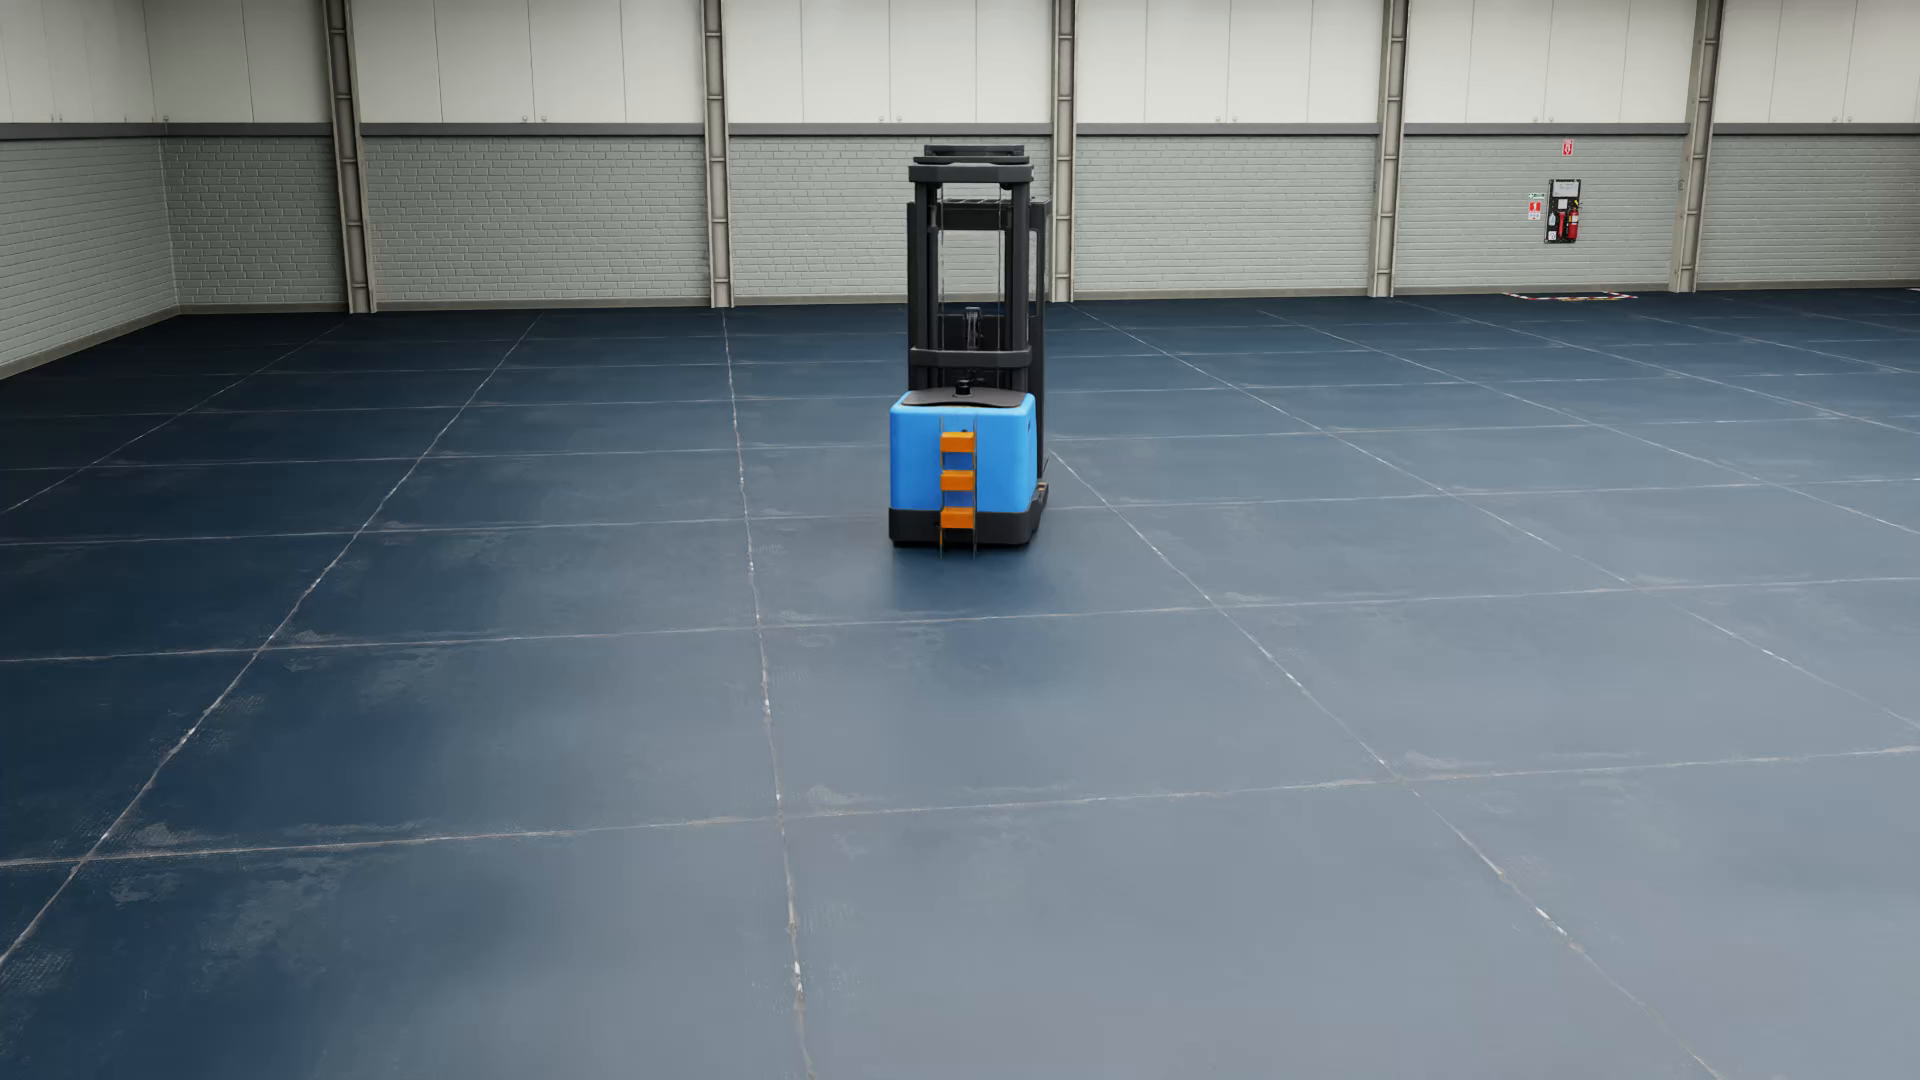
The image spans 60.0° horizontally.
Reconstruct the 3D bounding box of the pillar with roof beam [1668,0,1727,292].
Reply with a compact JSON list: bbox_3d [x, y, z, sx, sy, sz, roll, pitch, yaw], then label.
[{"bbox_3d":[14.313,-8.042,26.288,0.400,9.000,9.100,-2,14,-8],"label":"pillar with roof beam"}]

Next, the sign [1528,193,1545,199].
[{"bbox_3d":[10.666,-6.364,30.769,0.331,0.109,0.001,-2,14,-8],"label":"sign"}]

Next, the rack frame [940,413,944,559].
[{"bbox_3d":[-0.132,-0.393,12.131,0.008,1.050,0.200,1,14,6],"label":"rack frame"}]

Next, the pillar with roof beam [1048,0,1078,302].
[{"bbox_3d":[2.447,-7.607,24.554,0.400,9.000,9.100,-2,14,-8],"label":"pillar with roof beam"}]

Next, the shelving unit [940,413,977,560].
[{"bbox_3d":[-0.011,-0.390,12.119,0.252,1.050,0.215,1,14,6],"label":"shelving unit"}]

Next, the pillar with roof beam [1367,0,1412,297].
[{"bbox_3d":[8.380,-7.824,25.421,0.400,9.000,9.100,-2,14,-8],"label":"pillar with roof beam"}]

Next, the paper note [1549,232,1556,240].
[{"bbox_3d":[11.037,-5.670,30.974,0.142,0.148,0.016,-2,14,-8],"label":"paper note"}]

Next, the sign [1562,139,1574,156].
[{"bbox_3d":[11.199,-7.235,30.639,0.199,0.298,0.001,-2,14,-8],"label":"sign"}]

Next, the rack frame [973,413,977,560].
[{"bbox_3d":[0.110,-0.387,12.106,0.008,1.050,0.200,1,14,6],"label":"rack frame"}]

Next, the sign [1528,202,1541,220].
[{"bbox_3d":[10.660,-6.109,30.841,0.234,0.329,0.001,-2,14,-8],"label":"sign"}]

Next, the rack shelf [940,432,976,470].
[{"bbox_3d":[-0.011,-0.655,12.052,0.240,0.259,0.215,1,14,6],"label":"rack shelf"}]

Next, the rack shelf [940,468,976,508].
[{"bbox_3d":[-0.011,-0.380,12.121,0.240,0.259,0.215,1,14,6],"label":"rack shelf"}]

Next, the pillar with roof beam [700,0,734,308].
[{"bbox_3d":[-3.486,-7.389,23.687,0.400,9.000,9.100,-2,14,-8],"label":"pillar with roof beam"}]

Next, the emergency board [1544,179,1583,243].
[{"bbox_3d":[11.222,-6.087,30.826,0.643,1.169,0.194,-2,14,-8],"label":"emergency board"}]

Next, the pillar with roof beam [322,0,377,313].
[{"bbox_3d":[-9.419,-7.172,22.820,0.400,9.000,9.100,-2,14,-8],"label":"pillar with roof beam"}]

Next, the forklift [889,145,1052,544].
[{"bbox_3d":[0.158,-1.698,13.468,1.130,2.935,3.031,2,14,7],"label":"forklift"}]

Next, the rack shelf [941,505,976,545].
[{"bbox_3d":[-0.011,-0.110,12.189,0.240,0.259,0.215,1,14,6],"label":"rack shelf"}]
